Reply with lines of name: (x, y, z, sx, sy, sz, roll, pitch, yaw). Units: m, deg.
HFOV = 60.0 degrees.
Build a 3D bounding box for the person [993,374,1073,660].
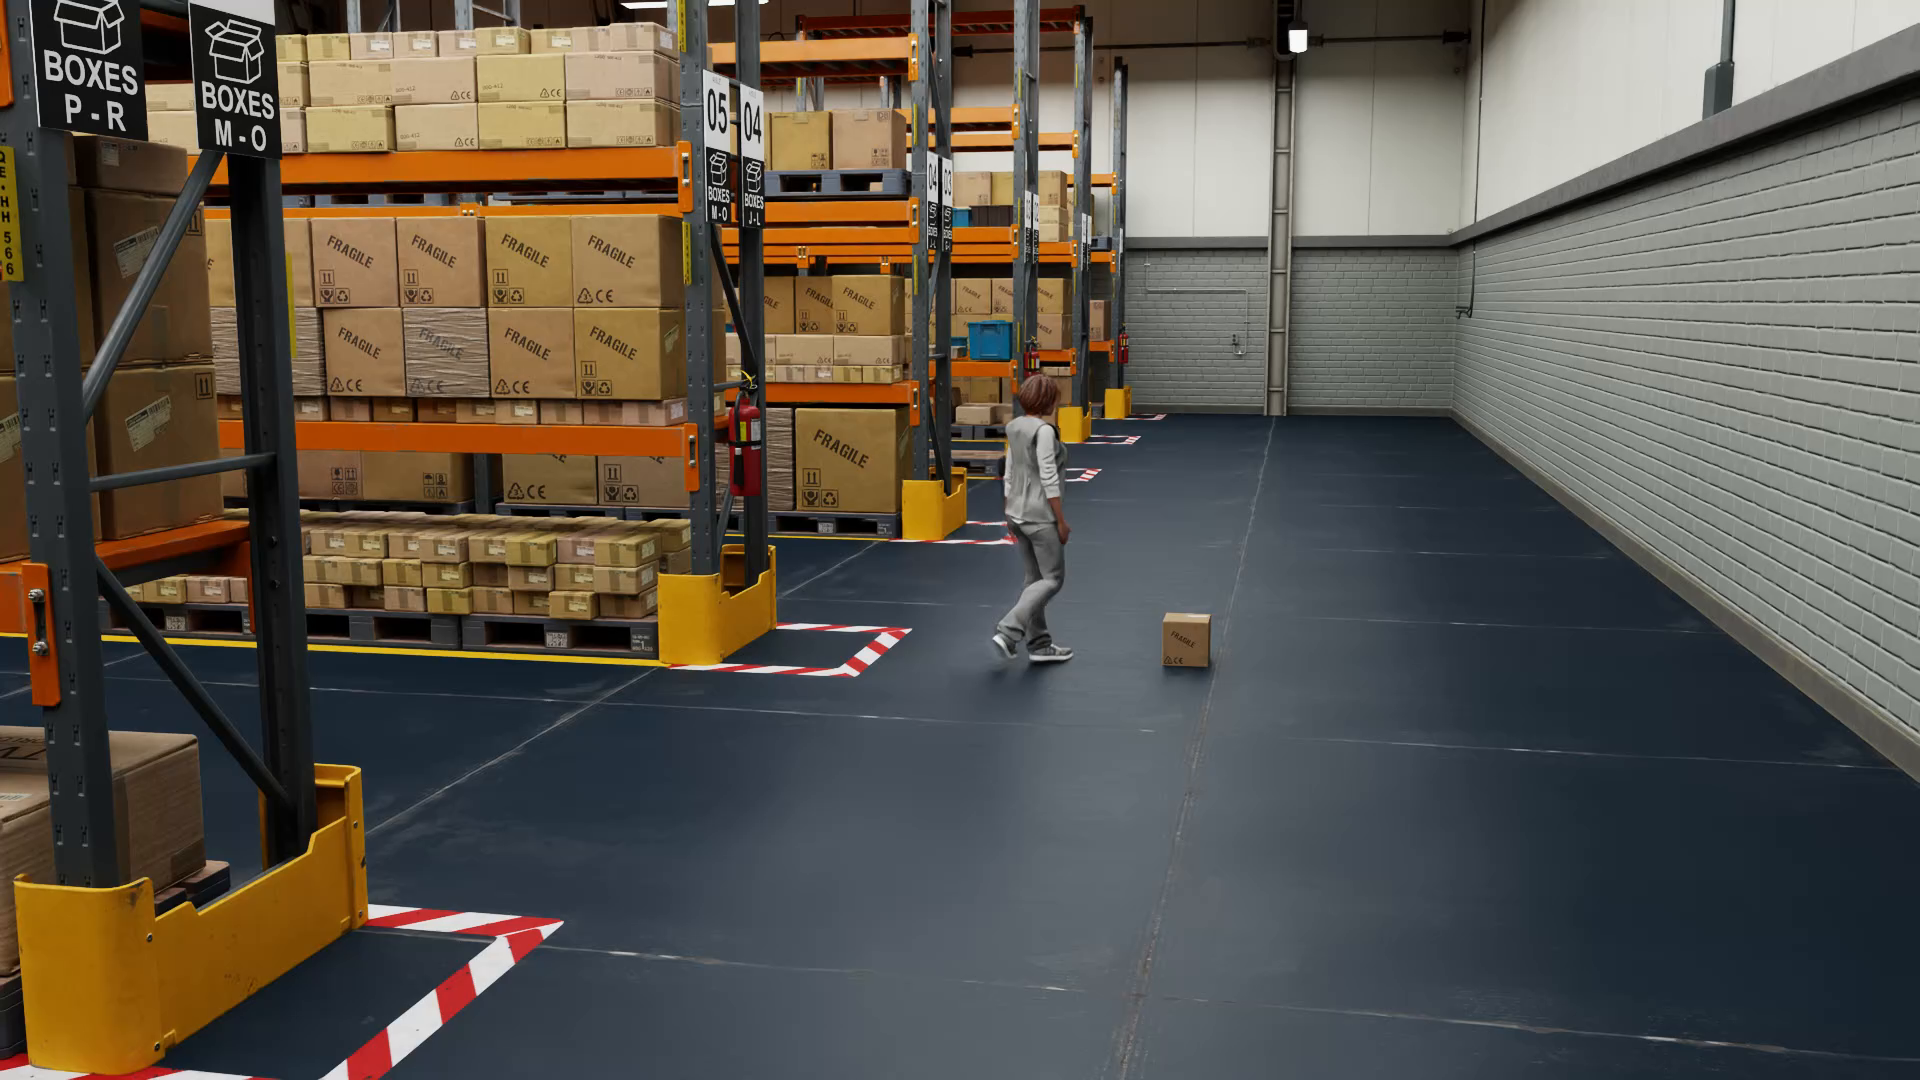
person: (0.388, -0.105, 9.046, 0.575, 1.595, 0.443, -4, 9, -27)
